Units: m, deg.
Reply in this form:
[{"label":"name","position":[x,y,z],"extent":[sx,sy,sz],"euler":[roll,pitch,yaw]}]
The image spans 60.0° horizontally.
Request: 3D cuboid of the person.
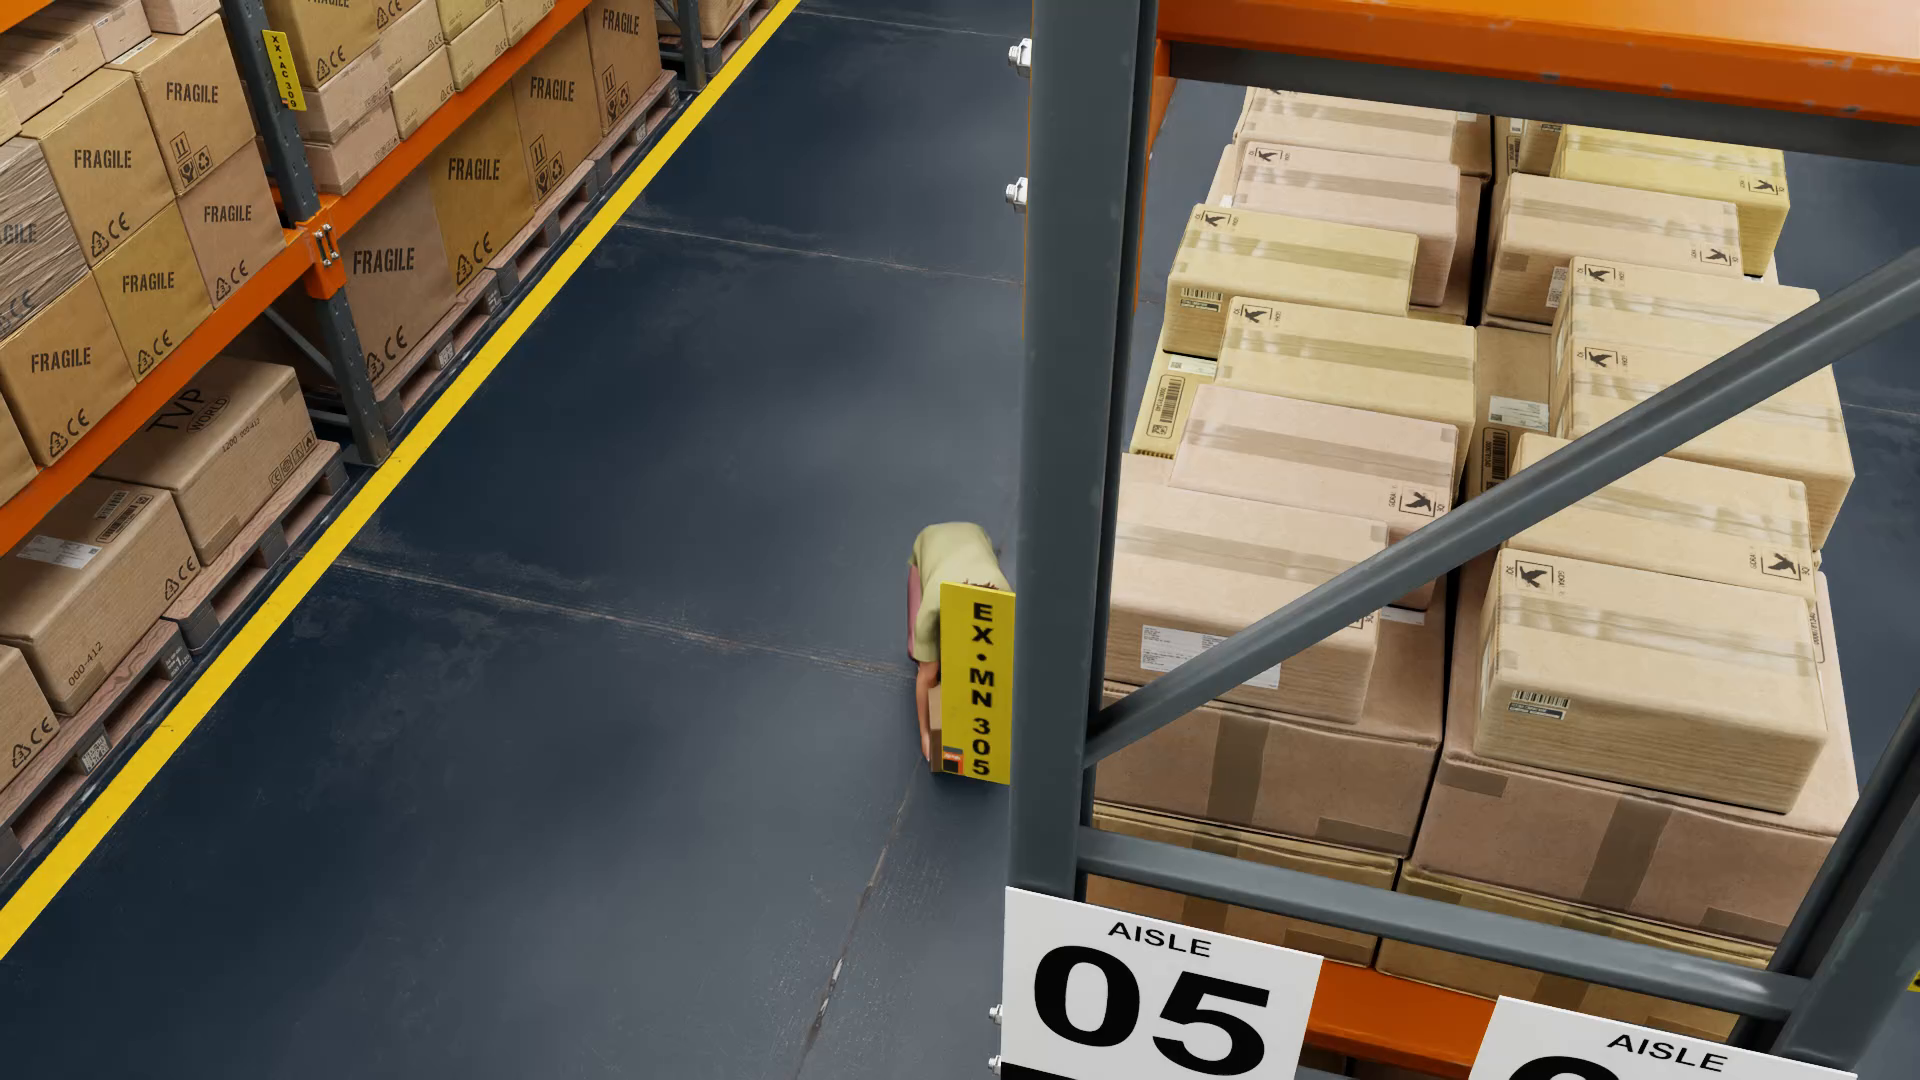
[{"label":"person","position":[0.020,0.337,6.544],"extent":[0.467,0.763,0.864],"euler":[-3,41,-4]}]
